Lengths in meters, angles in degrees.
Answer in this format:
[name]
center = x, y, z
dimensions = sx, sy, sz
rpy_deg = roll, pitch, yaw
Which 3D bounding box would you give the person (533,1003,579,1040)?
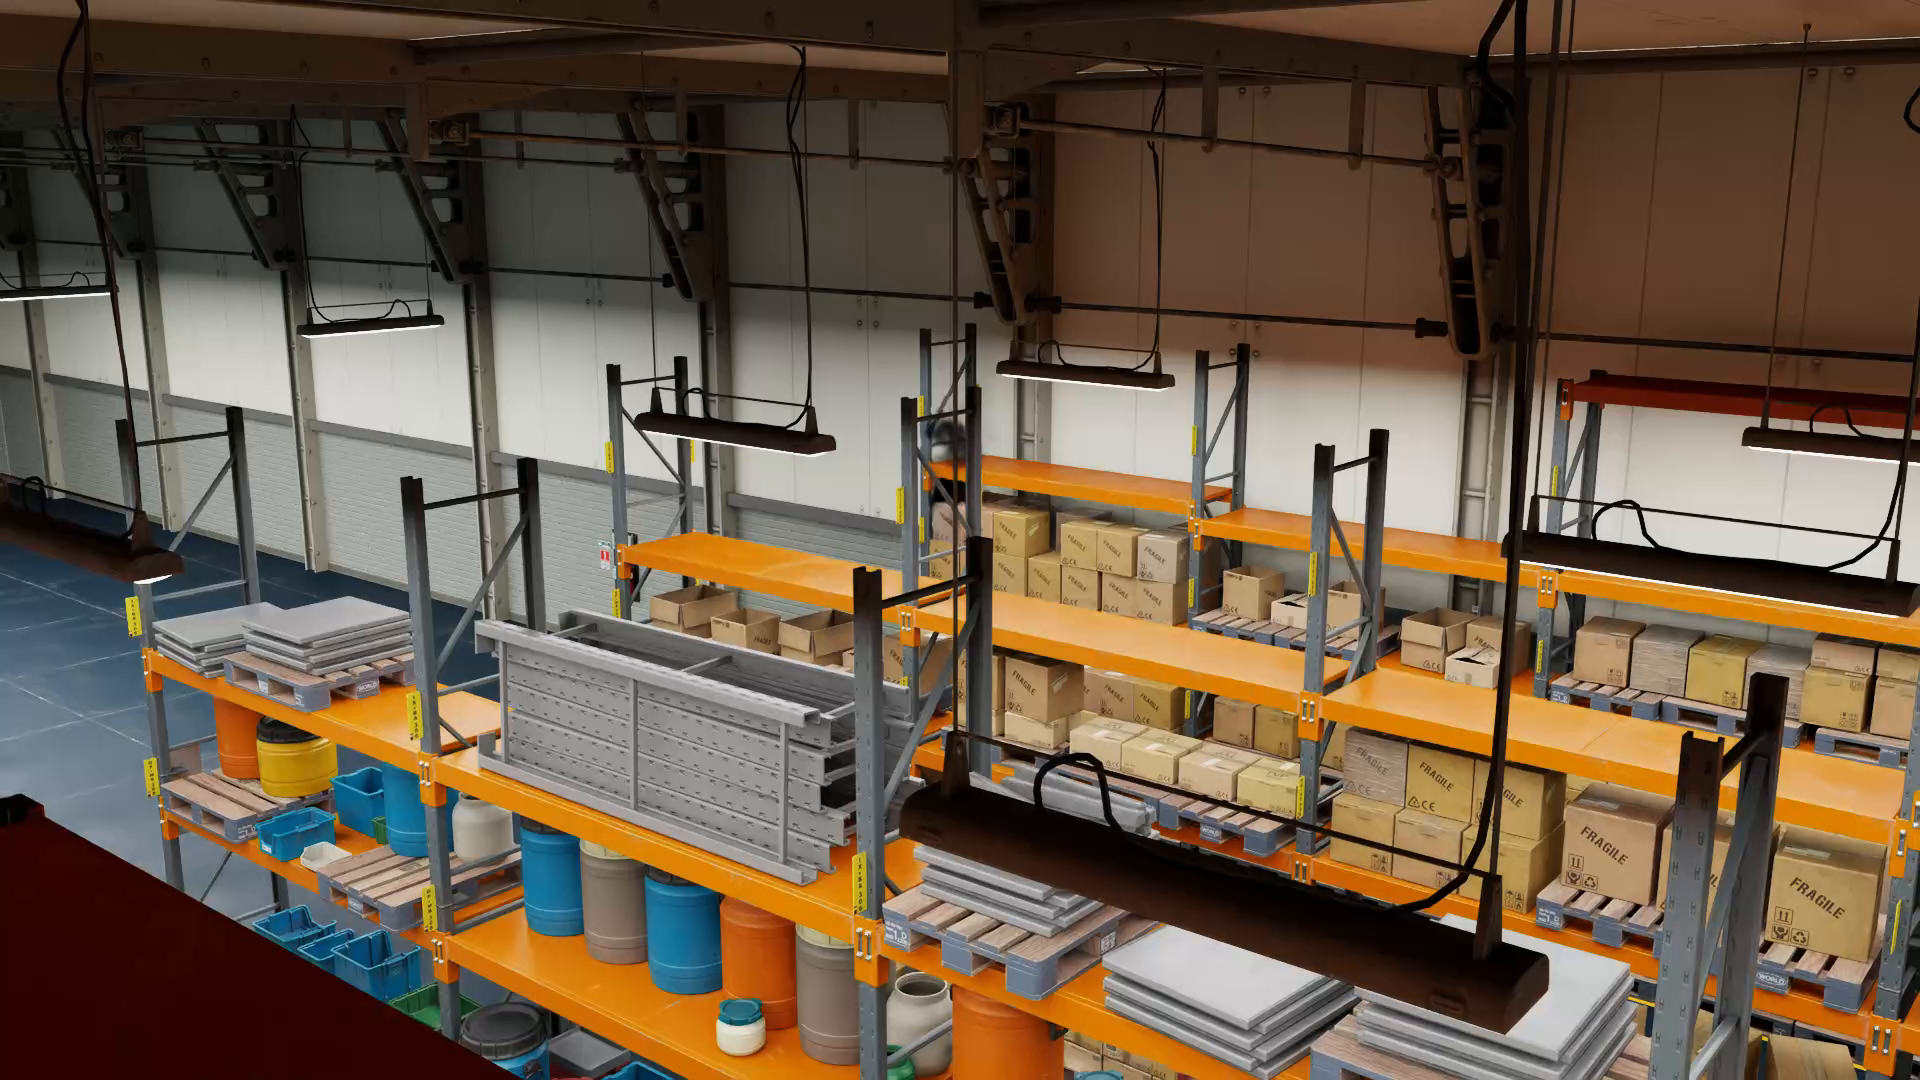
[person]
center = -3.589, 3.989, 14.872
dimensions = 0.603, 1.619, 0.556
rpy_deg = 6, 14, 27
